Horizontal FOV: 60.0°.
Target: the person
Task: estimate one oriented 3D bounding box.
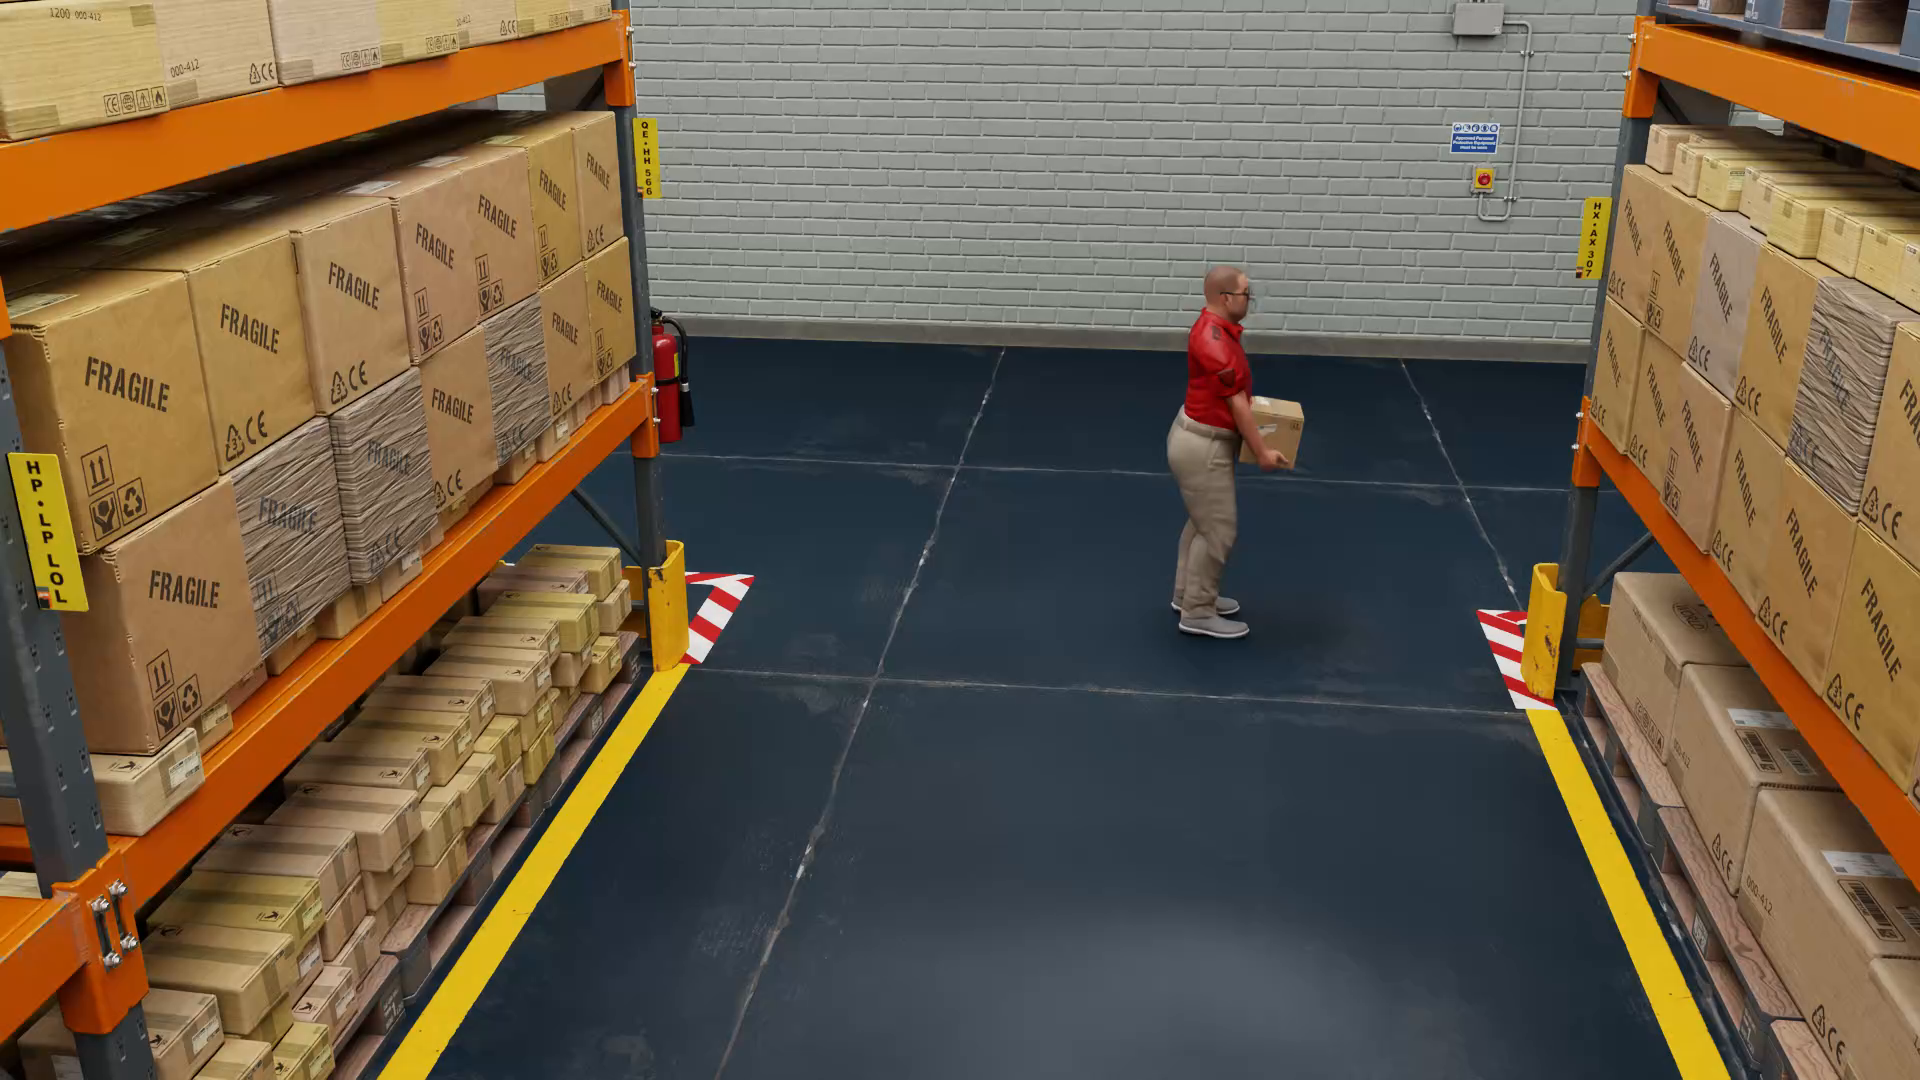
[{"bbox_3d":[1.232,-0.410,7.689,0.550,1.725,0.490,2,21,5],"label":"person"}]
